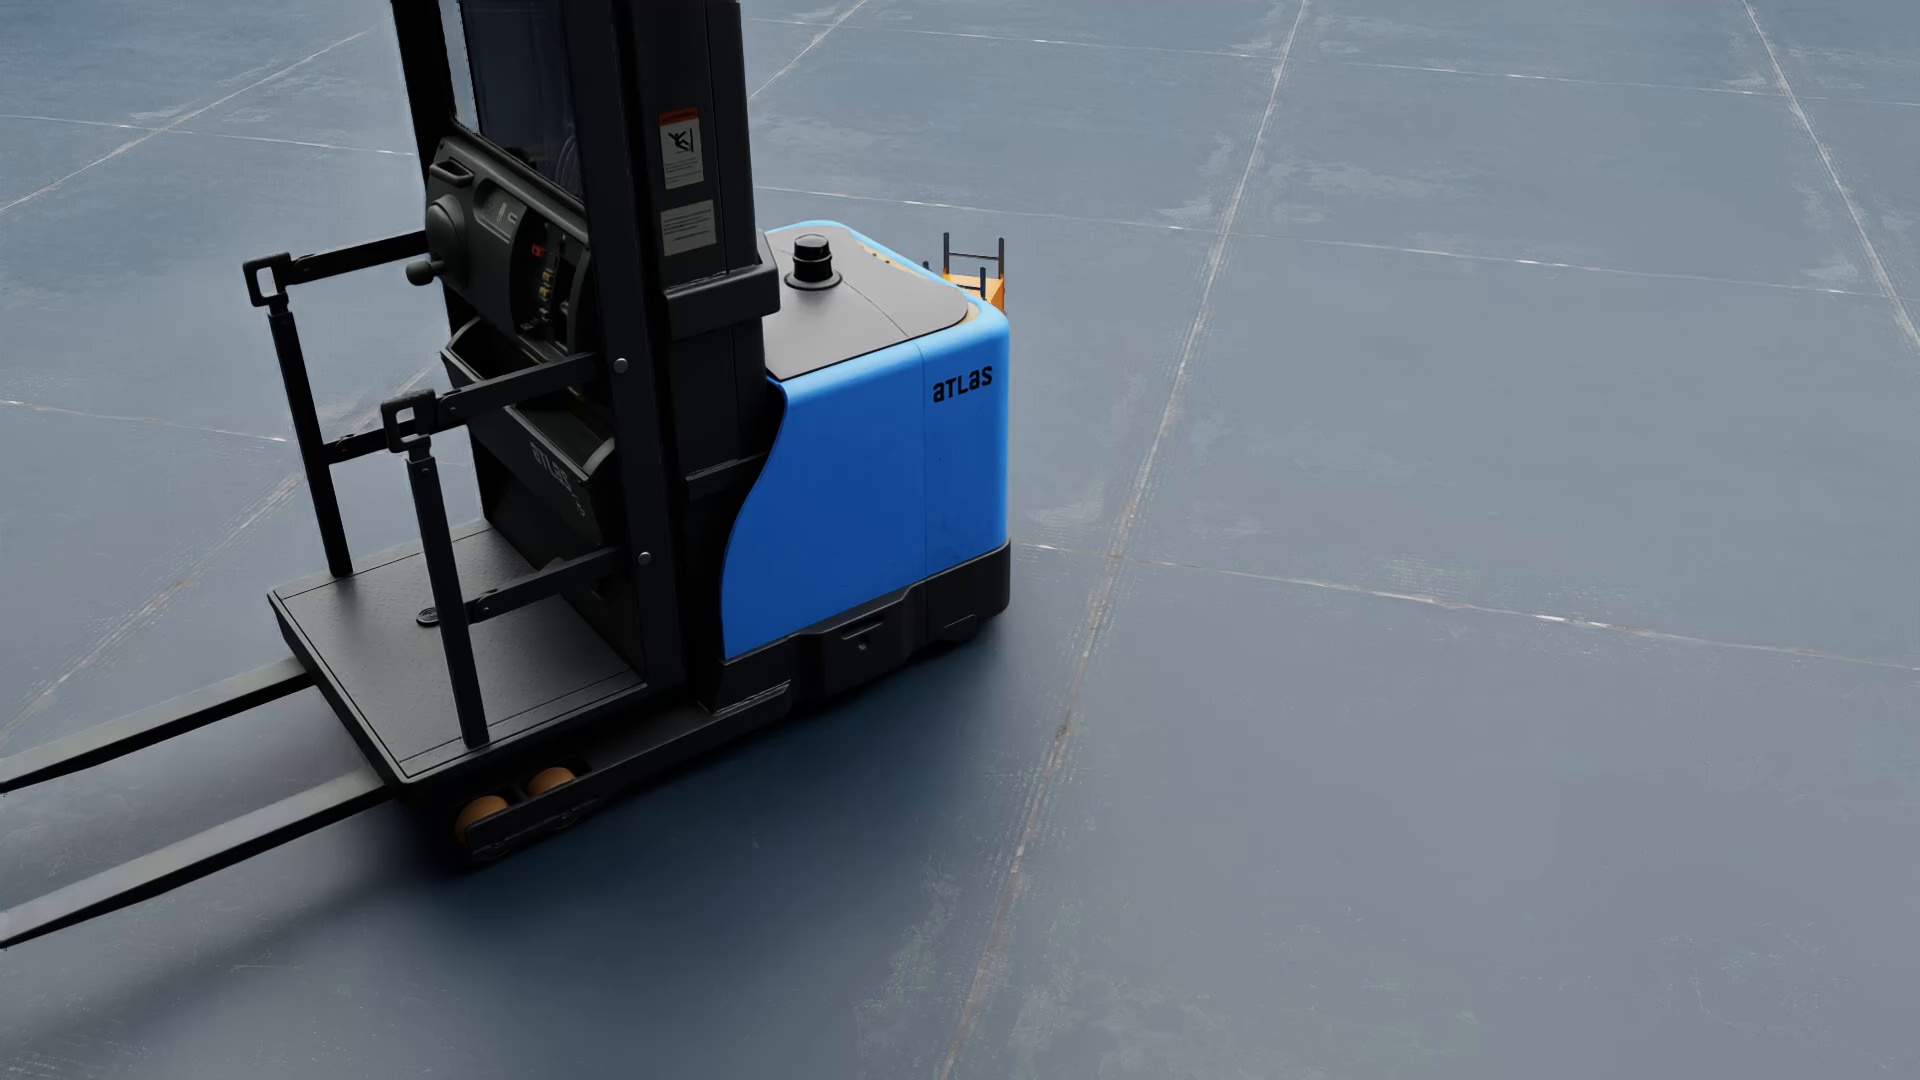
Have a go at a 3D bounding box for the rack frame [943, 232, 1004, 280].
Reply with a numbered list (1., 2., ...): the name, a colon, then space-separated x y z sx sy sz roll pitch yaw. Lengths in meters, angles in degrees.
1. rack frame: 0.045 -0.534 5.612 0.200 1.050 0.008 8 33 12

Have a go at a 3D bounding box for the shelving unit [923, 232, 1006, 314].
1. shelving unit: 0.014 -0.471 5.512 0.215 1.050 0.252 8 33 12

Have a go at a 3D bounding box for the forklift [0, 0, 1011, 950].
1. forklift: -1.324 -0.711 4.137 3.031 2.935 1.130 -22 39 -30

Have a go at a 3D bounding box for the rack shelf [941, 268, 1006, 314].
1. rack shelf: 0.014 -0.701 5.365 0.215 0.259 0.240 8 33 12

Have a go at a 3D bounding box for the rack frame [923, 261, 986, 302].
1. rack frame: -0.017 -0.408 5.412 0.200 1.050 0.008 8 33 12
